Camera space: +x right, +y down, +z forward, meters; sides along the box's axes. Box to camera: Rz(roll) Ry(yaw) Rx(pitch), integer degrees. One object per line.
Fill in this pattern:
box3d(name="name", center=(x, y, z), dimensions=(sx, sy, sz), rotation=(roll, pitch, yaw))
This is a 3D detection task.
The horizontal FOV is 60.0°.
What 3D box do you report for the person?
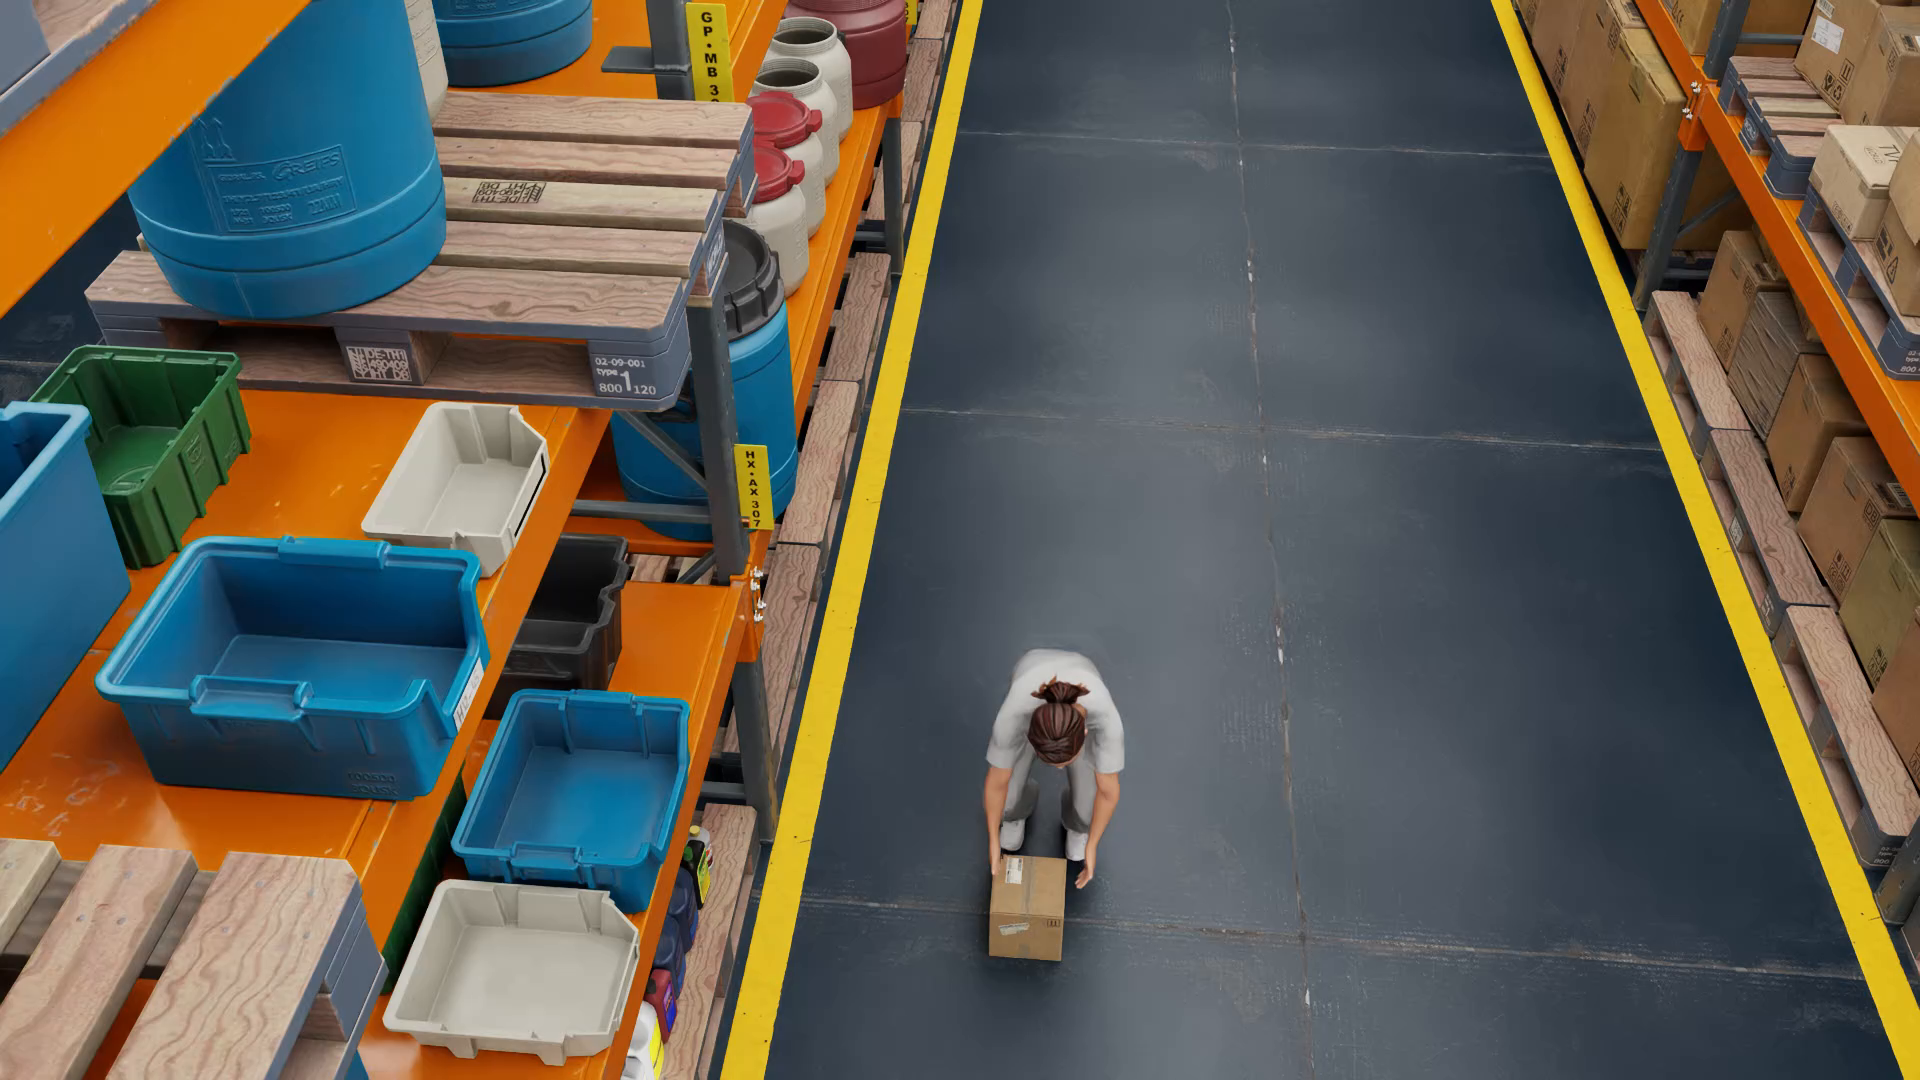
box3d(name="person", center=(0.334, 0.745, 5.784), dimensions=(0.488, 1.023, 0.777), rotation=(6, 41, 8))
